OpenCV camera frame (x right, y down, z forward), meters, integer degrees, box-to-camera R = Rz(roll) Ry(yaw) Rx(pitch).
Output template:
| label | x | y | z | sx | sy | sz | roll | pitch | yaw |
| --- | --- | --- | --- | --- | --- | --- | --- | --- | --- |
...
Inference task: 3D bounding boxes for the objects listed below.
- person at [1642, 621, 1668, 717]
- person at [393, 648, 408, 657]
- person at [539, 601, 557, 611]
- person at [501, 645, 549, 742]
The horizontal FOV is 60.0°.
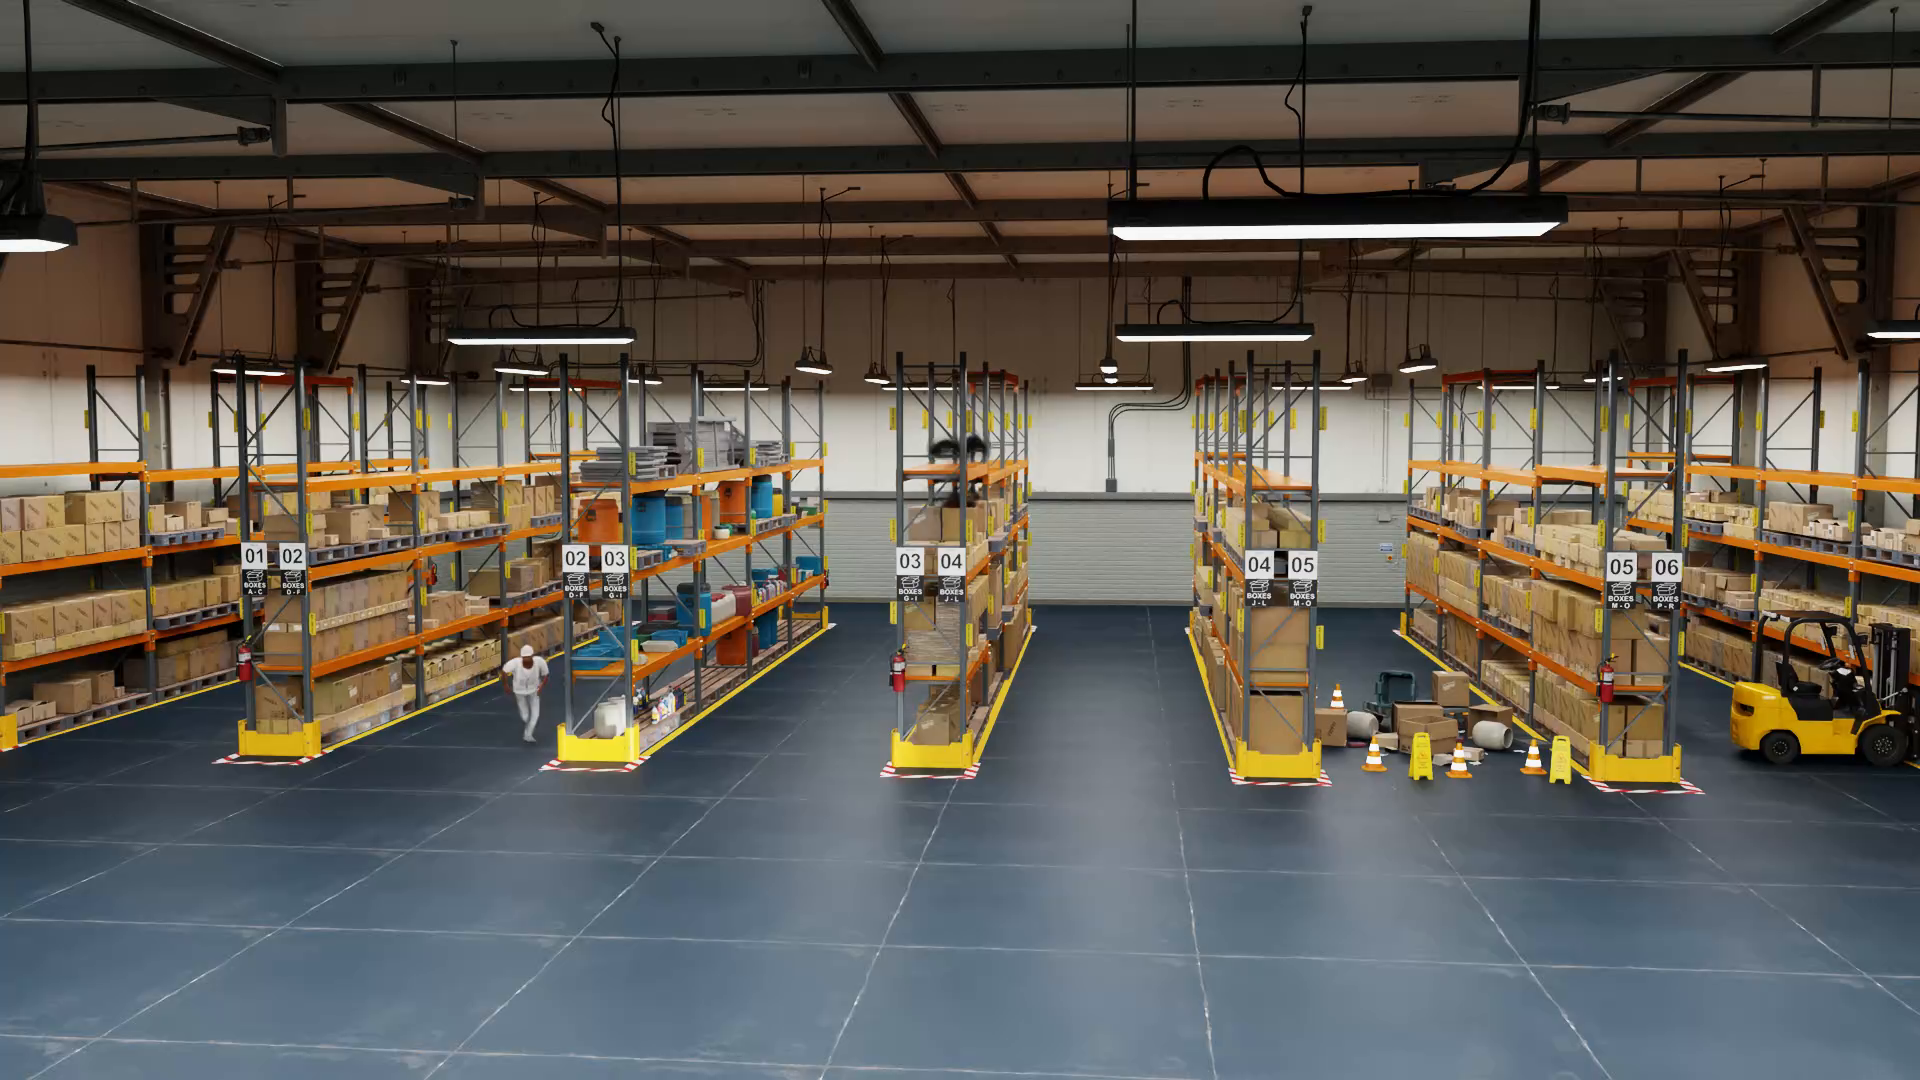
| label | x | y | z | sx | sy | sz | roll | pitch | yaw |
| --- | --- | --- | --- | --- | --- | --- | --- | --- | --- |
| person | 11.784 | 2.201 | 28.163 | 0.574 | 1.632 | 0.955 | 0 | 4 | -2 |
| person | -11.091 | 1.786 | 32.962 | 0.653 | 1.742 | 0.588 | 0 | 4 | 4 |
| person | -10.267 | 1.203 | 42.514 | 1.009 | 1.622 | 0.615 | 0 | 4 | 2 |
| person | -6.786 | 2.382 | 25.946 | 0.725 | 1.567 | 0.941 | -1 | 4 | -14 |
